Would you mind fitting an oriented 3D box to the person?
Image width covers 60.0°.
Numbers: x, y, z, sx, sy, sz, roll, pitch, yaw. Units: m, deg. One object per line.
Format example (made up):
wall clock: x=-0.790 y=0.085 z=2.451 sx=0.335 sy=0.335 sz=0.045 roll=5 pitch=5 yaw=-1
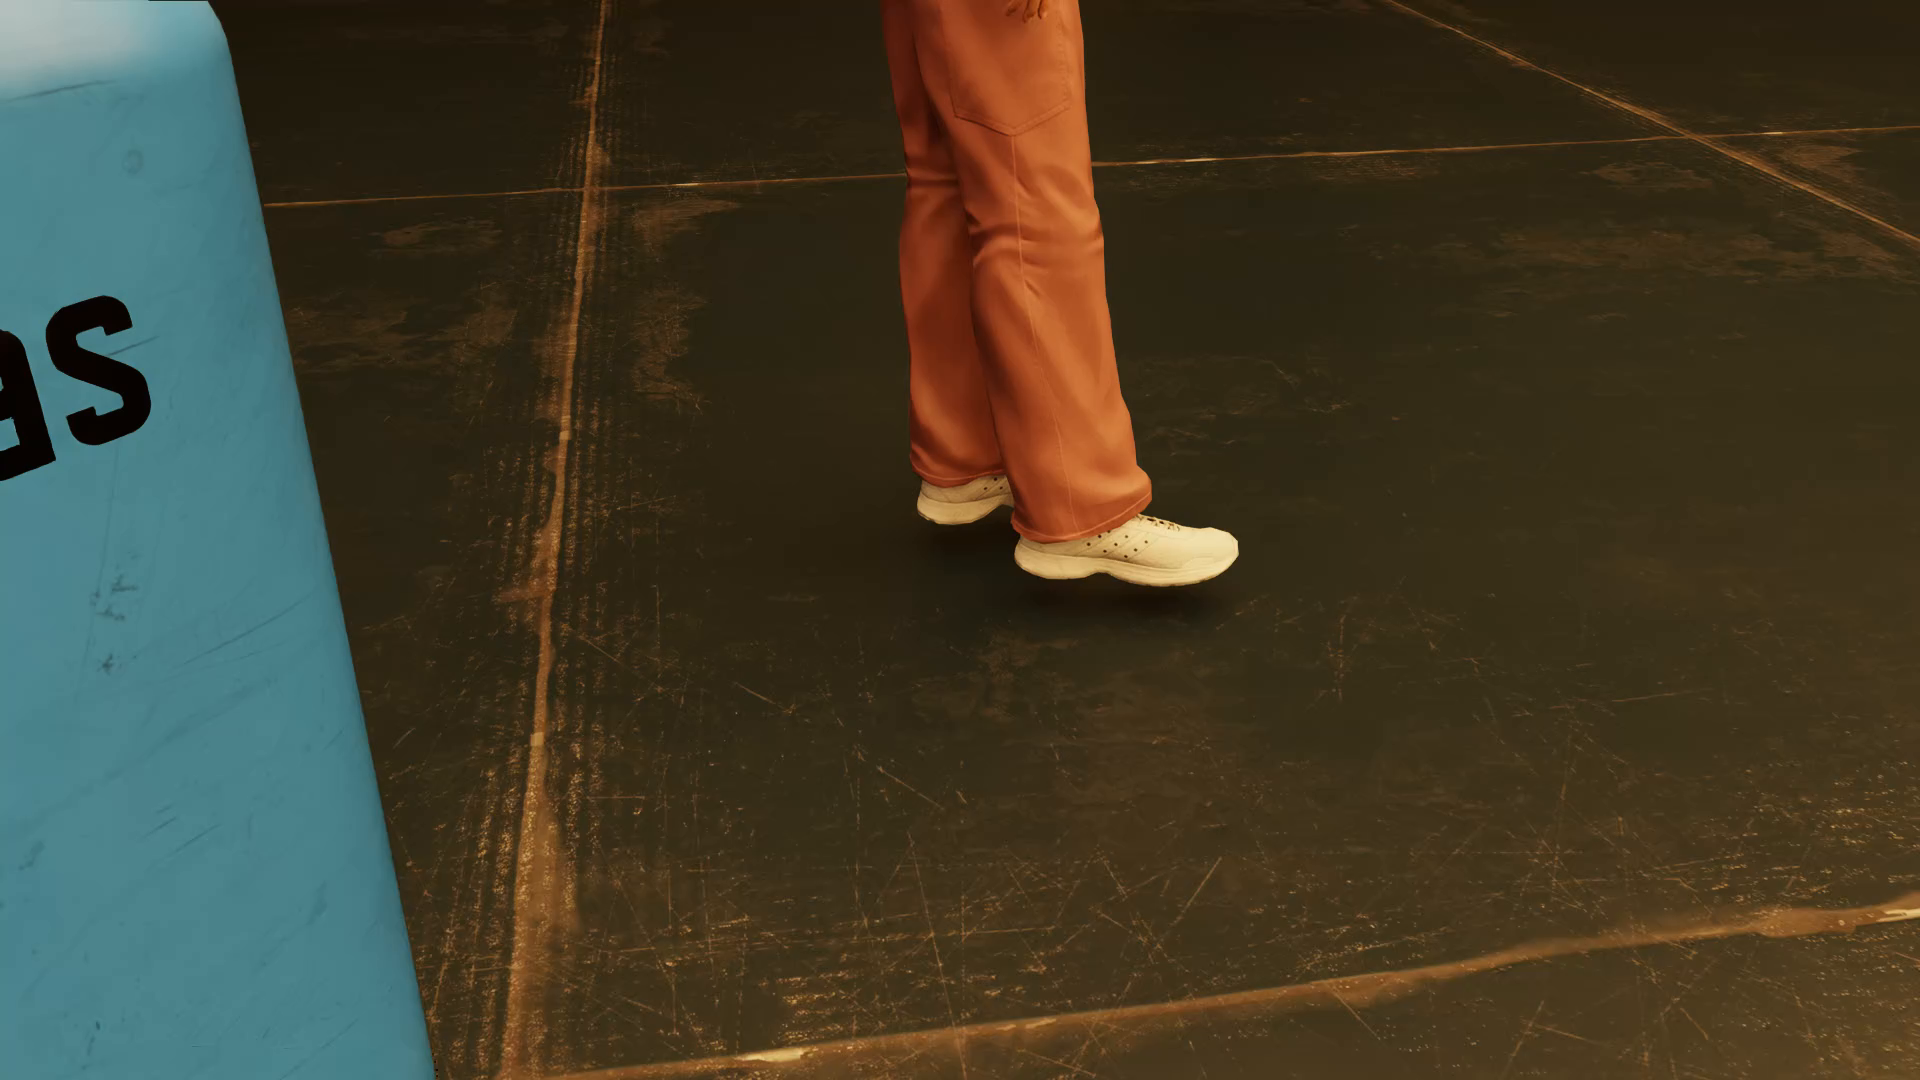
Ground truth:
person: x=0.075 y=-0.783 z=2.086 sx=0.548 sy=1.674 sz=0.552 roll=-5 pitch=28 yaw=-9
